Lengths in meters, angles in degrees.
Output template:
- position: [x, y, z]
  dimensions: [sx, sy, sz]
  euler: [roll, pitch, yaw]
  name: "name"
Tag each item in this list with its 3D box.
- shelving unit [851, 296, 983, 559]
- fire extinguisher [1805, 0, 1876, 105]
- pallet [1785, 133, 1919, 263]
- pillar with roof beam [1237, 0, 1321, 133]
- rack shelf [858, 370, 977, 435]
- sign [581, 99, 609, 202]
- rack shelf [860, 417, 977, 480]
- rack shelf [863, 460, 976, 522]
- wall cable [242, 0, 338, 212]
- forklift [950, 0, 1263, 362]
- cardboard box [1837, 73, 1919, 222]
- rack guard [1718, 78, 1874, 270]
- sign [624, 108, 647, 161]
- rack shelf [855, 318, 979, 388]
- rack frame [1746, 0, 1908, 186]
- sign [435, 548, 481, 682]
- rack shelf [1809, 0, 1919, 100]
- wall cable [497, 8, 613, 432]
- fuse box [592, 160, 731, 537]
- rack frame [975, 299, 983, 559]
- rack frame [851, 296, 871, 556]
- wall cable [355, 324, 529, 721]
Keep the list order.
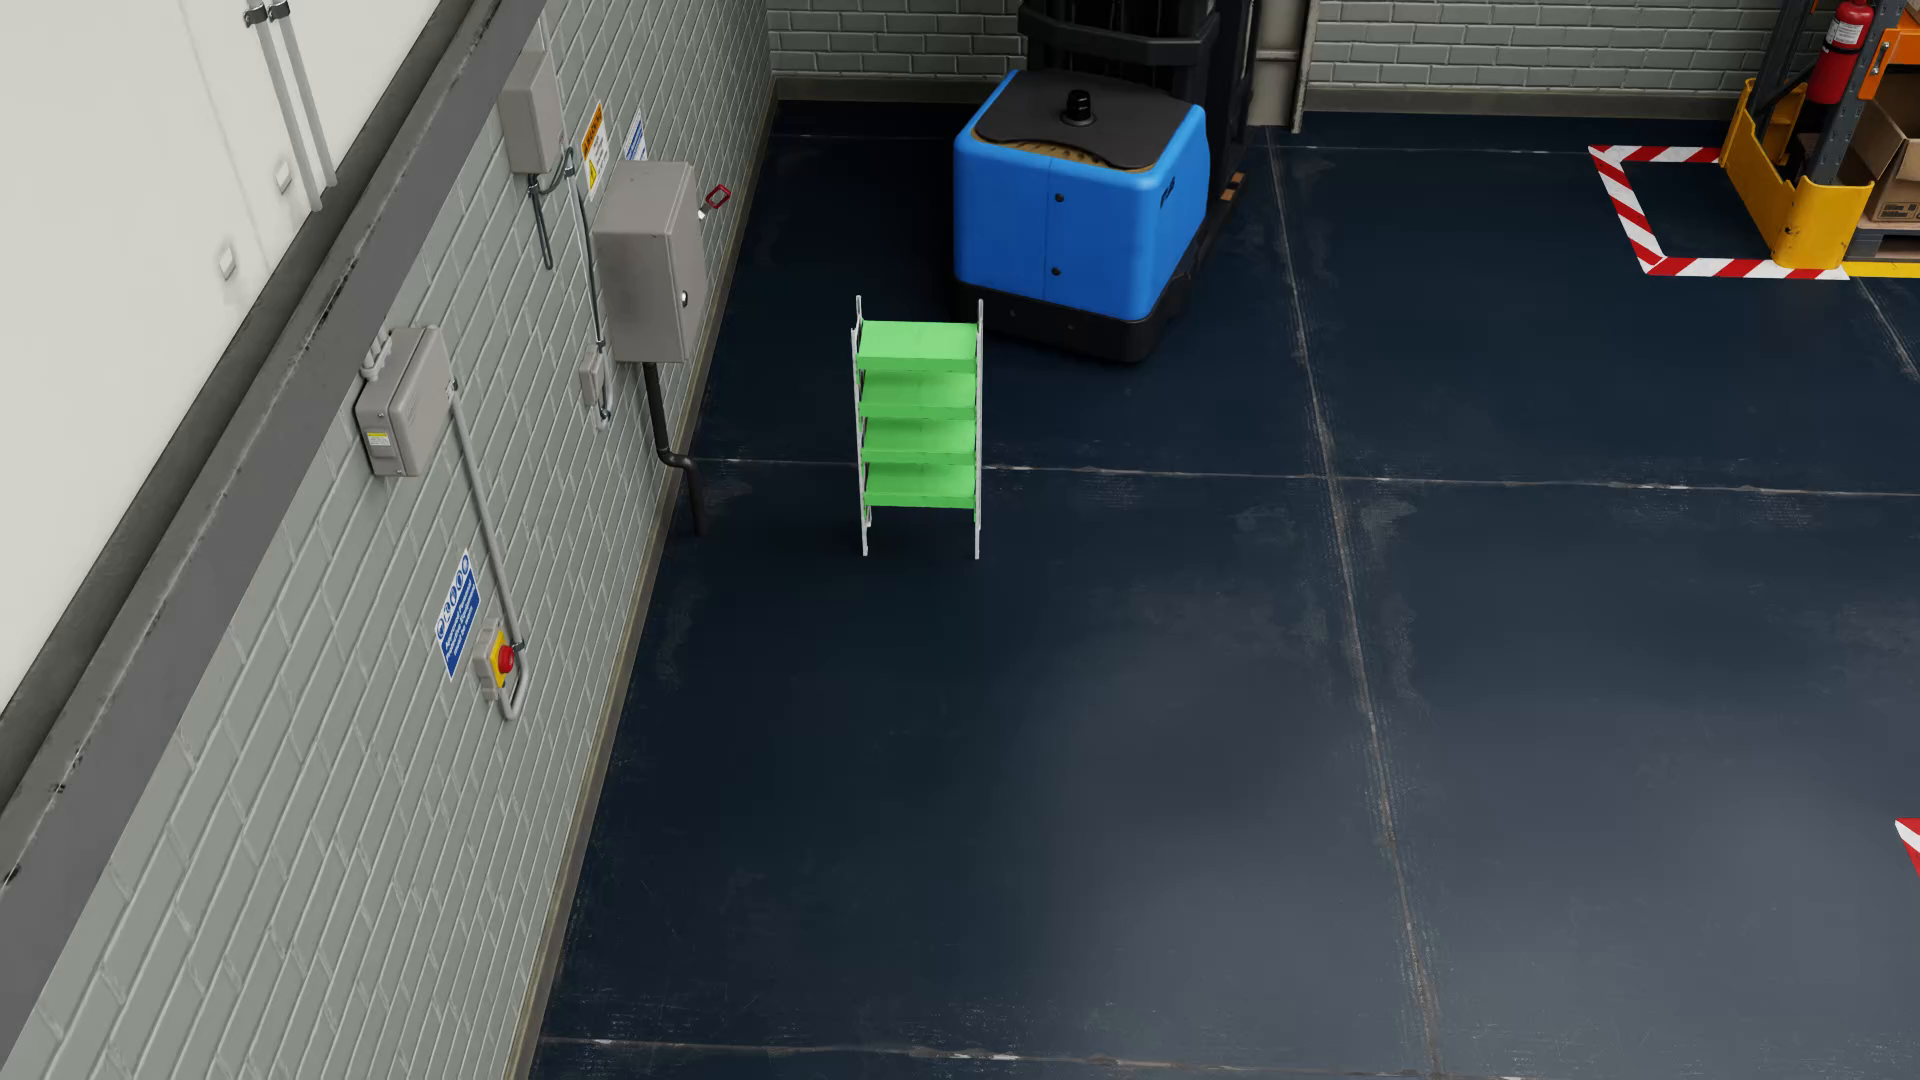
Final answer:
- position: [-0.165, -0.444, 6.932]
  dimensions: [0.503, 1.200, 0.258]
  euler: [2, 43, 2]
  name: "shelving unit"
- position: [4.329, -2.470, 8.117]
  dimensions: [0.183, 0.674, 0.296]
  euler: [2, 43, 2]
  name: "fire extinguisher"
- position: [5.369, -1.899, 9.219]
  dimensions: [1.213, 0.211, 1.003]
  euler: [2, 43, 2]
  name: "pallet"
- position: [1.650, -2.905, 3.852]
  dimensions: [0.400, 9.000, 9.100]
  euler: [2, 43, 2]
  name: "pillar with roof beam"
- position: [-0.165, -0.573, 6.812]
  dimensions: [0.480, 0.148, 0.258]
  euler: [2, 43, 2]
  name: "rack shelf"
- position: [-1.326, -1.419, 6.052]
  dimensions: [0.001, 0.242, 0.339]
  euler: [2, 43, 2]
  name: "sign"
- position: [-0.165, -0.397, 6.975]
  dimensions: [0.480, 0.148, 0.258]
  euler: [2, 43, 2]
  name: "rack shelf"
- position: [-0.165, -0.222, 7.139]
  dimensions: [0.480, 0.148, 0.258]
  euler: [2, 43, 2]
  name: "rack shelf"
- position: [-1.418, -1.743, 2.605]
  dimensions: [0.029, 3.000, 0.463]
  euler: [2, 43, 2]
  name: "wall cable"
- position: [0.985, -2.960, 8.362]
  dimensions: [1.130, 2.935, 3.031]
  euler: [16, 45, 16]
  name: "forklift"
- position: [5.103, -2.102, 8.915]
  dimensions: [0.637, 0.503, 0.797]
  euler: [0, 43, 0]
  name: "cardboard box"
- position: [4.572, -2.028, 9.146]
  dimensions: [0.348, 0.500, 1.175]
  euler: [2, 43, 2]
  name: "rack guard"
- position: [-1.302, -1.456, 6.768]
  dimensions: [0.001, 0.494, 0.329]
  euler: [2, 43, 2]
  name: "sign"
- position: [-0.165, -0.749, 6.648]
  dimensions: [0.480, 0.148, 0.258]
  euler: [2, 43, 2]
  name: "rack shelf"
- position: [4.497, -2.945, 8.296]
  dimensions: [0.127, 3.000, 1.000]
  euler: [2, 43, 2]
  name: "rack frame"
- position: [-1.421, 0.210, 4.711]
  dimensions: [0.001, 0.218, 0.327]
  euler: [2, 43, 2]
  name: "sign"
- position: [6.494, -2.621, 8.476]
  dimensions: [4.000, 0.370, 1.077]
  euler: [2, 43, 2]
  name: "rack shelf"
- position: [-1.305, -1.060, 5.528]
  dimensions: [0.122, 1.984, 0.588]
  euler: [2, 43, 2]
  name: "wall cable"
- position: [-1.117, -0.677, 6.807]
  dimensions: [0.414, 1.711, 0.539]
  euler: [2, 43, 2]
  name: "fuse box"
- position: [0.078, -0.437, 6.924]
  dimensions: [0.015, 1.200, 0.240]
  euler: [2, 43, 2]
  name: "rack frame"
- position: [-0.409, -0.452, 6.940]
  dimensions: [0.015, 1.200, 0.240]
  euler: [2, 43, 2]
  name: "rack frame"
- position: [-1.357, -0.106, 4.480]
  dimensions: [0.123, 1.953, 0.585]
  euler: [2, 43, 2]
  name: "wall cable"
